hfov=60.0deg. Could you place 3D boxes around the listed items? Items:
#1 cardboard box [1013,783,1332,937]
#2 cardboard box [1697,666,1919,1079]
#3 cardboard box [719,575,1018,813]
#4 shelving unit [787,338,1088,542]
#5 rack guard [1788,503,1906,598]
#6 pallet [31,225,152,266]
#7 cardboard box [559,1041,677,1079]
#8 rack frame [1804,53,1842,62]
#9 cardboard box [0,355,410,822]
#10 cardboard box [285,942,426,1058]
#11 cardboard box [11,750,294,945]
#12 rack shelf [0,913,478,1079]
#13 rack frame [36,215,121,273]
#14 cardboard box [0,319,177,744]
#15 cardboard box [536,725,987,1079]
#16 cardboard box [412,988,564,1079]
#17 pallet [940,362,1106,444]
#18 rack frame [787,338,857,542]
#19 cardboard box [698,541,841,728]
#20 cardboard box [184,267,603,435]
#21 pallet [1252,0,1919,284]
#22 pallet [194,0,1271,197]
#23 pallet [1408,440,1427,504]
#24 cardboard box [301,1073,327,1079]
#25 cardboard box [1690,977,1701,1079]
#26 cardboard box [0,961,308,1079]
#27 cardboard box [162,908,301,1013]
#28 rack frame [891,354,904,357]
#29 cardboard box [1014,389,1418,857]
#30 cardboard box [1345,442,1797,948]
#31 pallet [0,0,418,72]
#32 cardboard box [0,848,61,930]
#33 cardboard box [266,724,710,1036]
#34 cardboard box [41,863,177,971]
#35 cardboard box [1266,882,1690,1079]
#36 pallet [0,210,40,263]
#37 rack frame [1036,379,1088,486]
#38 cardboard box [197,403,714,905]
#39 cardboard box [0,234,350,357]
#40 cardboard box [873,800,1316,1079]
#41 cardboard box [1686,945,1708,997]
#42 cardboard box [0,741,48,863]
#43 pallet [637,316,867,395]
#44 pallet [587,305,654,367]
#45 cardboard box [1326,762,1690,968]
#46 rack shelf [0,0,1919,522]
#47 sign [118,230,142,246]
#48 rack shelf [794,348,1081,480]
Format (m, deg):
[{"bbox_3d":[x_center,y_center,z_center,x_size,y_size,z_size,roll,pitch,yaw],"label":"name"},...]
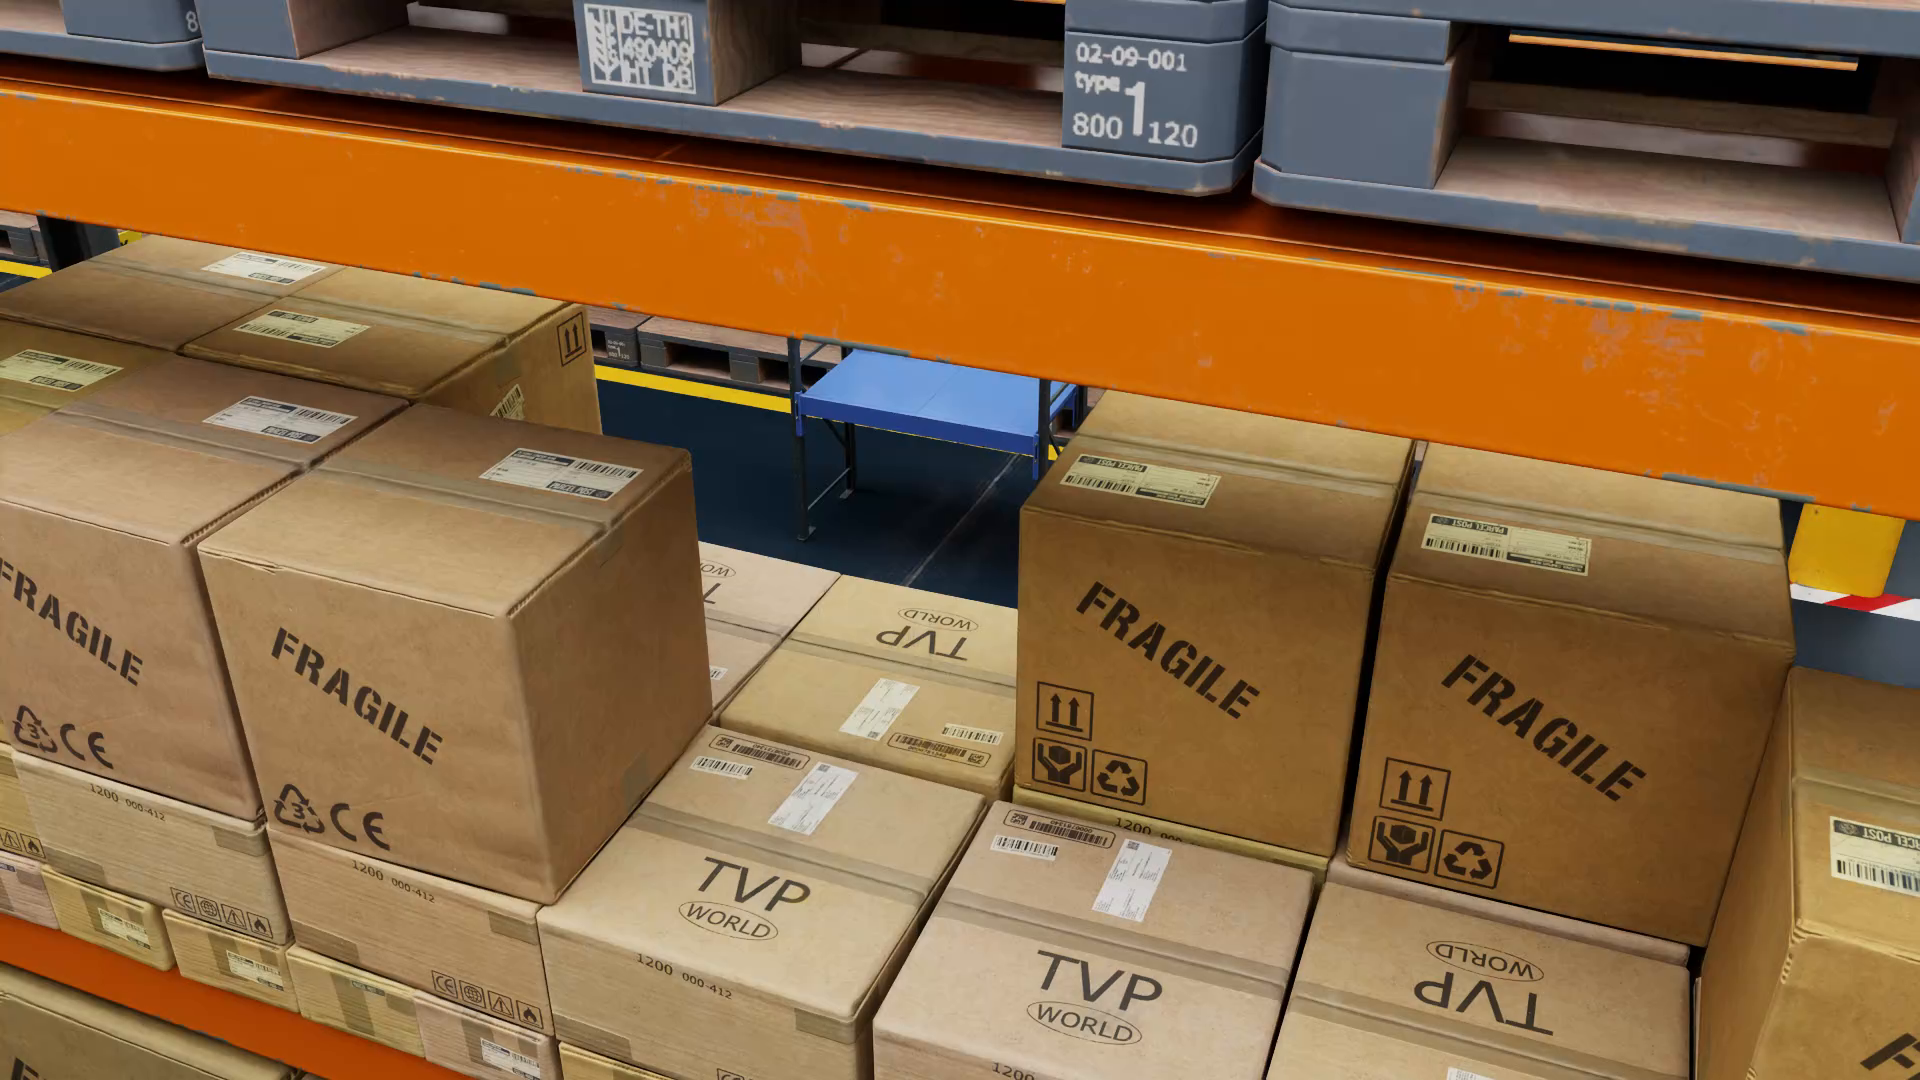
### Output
[{"bbox_3d":[0.402,0.423,2.803,0.500,0.250,0.500,10,31,17],"label":"cardboard box"},{"bbox_3d":[1.143,0.526,1.859,0.500,0.500,0.500,12,32,20],"label":"cardboard box"},{"bbox_3d":[-0.084,0.329,2.969,0.500,0.250,0.500,11,31,18],"label":"cardboard box"},{"bbox_3d":[-0.079,-0.669,6.409,1.048,1.500,0.538,11,31,19],"label":"shelving unit"},{"bbox_3d":[3.583,-0.284,6.745,0.348,0.500,1.175,11,31,19],"label":"rack guard"},{"bbox_3d":[-4.561,-1.798,9.717,1.213,0.211,1.003,11,31,19],"label":"pallet"},{"bbox_3d":[-0.419,0.751,2.629,0.250,0.149,0.380,10,31,18],"label":"cardboard box"},{"bbox_3d":[5.422,-3.629,10.122,0.127,3.000,1.000,11,31,19],"label":"rack frame"},{"bbox_3d":[-1.212,0.056,2.690,0.500,0.500,0.500,11,31,19],"label":"cardboard box"},{"bbox_3d":[-0.895,0.655,2.798,0.250,0.149,0.380,11,31,18],"label":"cardboard box"},{"bbox_3d":[-1.217,0.384,2.873,0.500,0.250,0.500,11,31,19],"label":"cardboard box"},{"bbox_3d":[-0.160,0.830,2.964,4.000,0.370,1.077,11,31,19],"label":"rack shelf"},{"bbox_3d":[-2.013,0.147,3.441,0.127,3.000,1.000,11,31,19],"label":"rack frame"},{"bbox_3d":[-1.665,-0.038,2.857,0.500,0.500,0.500,11,31,19],"label":"cardboard box"},{"bbox_3d":[-0.281,0.572,2.540,0.500,0.250,0.500,11,31,19],"label":"cardboard box"},{"bbox_3d":[-0.663,0.703,2.714,0.250,0.149,0.380,12,32,20],"label":"cardboard box"},{"bbox_3d":[0.545,-0.779,7.913,1.213,0.211,1.003,11,31,19],"label":"pallet"},{"bbox_3d":[-0.550,-0.763,6.575,0.032,1.500,0.500,11,31,19],"label":"rack frame"},{"bbox_3d":[-0.552,0.234,3.138,0.500,0.250,0.500,12,32,20],"label":"cardboard box"},{"bbox_3d":[-1.024,-0.186,3.118,0.500,0.500,0.500,12,31,20],"label":"cardboard box"},{"bbox_3d":[1.002,-0.512,1.650,1.213,0.211,1.003,11,31,19],"label":"pallet"},{"bbox_3d":[-0.132,-0.737,2.048,1.213,0.211,1.003,11,31,19],"label":"pallet"},{"bbox_3d":[1.680,-0.554,7.515,1.213,0.211,1.003,11,31,19],"label":"pallet"},{"bbox_3d":[-0.598,1.214,3.285,0.875,0.875,0.875,11,31,19],"label":"cardboard box"},{"bbox_3d":[1.145,0.854,2.040,0.500,0.250,0.500,11,31,18],"label":"cardboard box"},{"bbox_3d":[-1.431,1.048,3.580,0.875,0.875,0.875,11,31,19],"label":"cardboard box"},{"bbox_3d":[-1.132,0.608,2.881,0.250,0.149,0.380,10,31,18],"label":"cardboard box"},{"bbox_3d":[-0.151,-2.111,7.437,0.127,3.000,1.000,11,31,19],"label":"rack frame"},{"bbox_3d":[0.405,0.099,2.614,0.500,0.500,0.500,10,31,18],"label":"cardboard box"},{"bbox_3d":[0.887,0.192,2.450,0.500,0.500,0.500,11,31,18],"label":"cardboard box"},{"bbox_3d":[-1.259,-0.964,2.449,1.213,0.211,1.003,11,31,19],"label":"pallet"},{"bbox_3d":[-1.621,0.512,3.052,0.250,0.149,0.380,10,31,17],"label":"cardboard box"},{"bbox_3d":[-0.735,0.477,2.708,0.500,0.250,0.500,12,32,20],"label":"cardboard box"},{"bbox_3d":[-1.376,0.560,2.966,0.250,0.149,0.380,12,32,21],"label":"cardboard box"},{"bbox_3d":[0.675,0.760,2.207,0.500,0.250,0.500,11,31,18],"label":"cardboard box"},{"bbox_3d":[-5.687,-2.025,10.117,1.213,0.211,1.003,11,31,19],"label":"pallet"},{"bbox_3d":[0.392,-0.575,6.242,0.032,1.500,0.500,11,31,19],"label":"rack frame"},{"bbox_3d":[-0.728,0.151,2.523,0.500,0.500,0.500,10,31,18],"label":"cardboard box"},{"bbox_3d":[-1.486,-0.280,3.286,0.500,0.500,0.500,12,32,21],"label":"cardboard box"},{"bbox_3d":[0.203,0.666,2.373,0.500,0.250,0.500,10,31,17],"label":"cardboard box"},{"bbox_3d":[1.350,0.611,2.470,0.500,0.250,0.500,10,31,18],"label":"cardboard box"},{"bbox_3d":[-1.676,0.289,3.040,0.500,0.250,0.500,11,31,18],"label":"cardboard box"},{"bbox_3d":[-0.850,-1.059,8.409,1.213,0.211,1.003,11,31,19],"label":"pallet"},{"bbox_3d":[-1.985,-1.284,8.807,1.213,0.211,1.003,11,31,19],"label":"pallet"},{"bbox_3d":[0.866,0.518,2.635,0.500,0.250,0.500,11,31,19],"label":"cardboard box"},{"bbox_3d":[-0.160,-0.475,2.225,4.000,0.370,1.077,11,31,19],"label":"rack shelf"},{"bbox_3d":[-1.806,-0.517,3.657,0.005,0.325,0.100,11,31,19],"label":"sign"},{"bbox_3d":[-0.079,-0.512,6.497,1.000,0.185,0.538,11,31,19],"label":"rack shelf"}]
